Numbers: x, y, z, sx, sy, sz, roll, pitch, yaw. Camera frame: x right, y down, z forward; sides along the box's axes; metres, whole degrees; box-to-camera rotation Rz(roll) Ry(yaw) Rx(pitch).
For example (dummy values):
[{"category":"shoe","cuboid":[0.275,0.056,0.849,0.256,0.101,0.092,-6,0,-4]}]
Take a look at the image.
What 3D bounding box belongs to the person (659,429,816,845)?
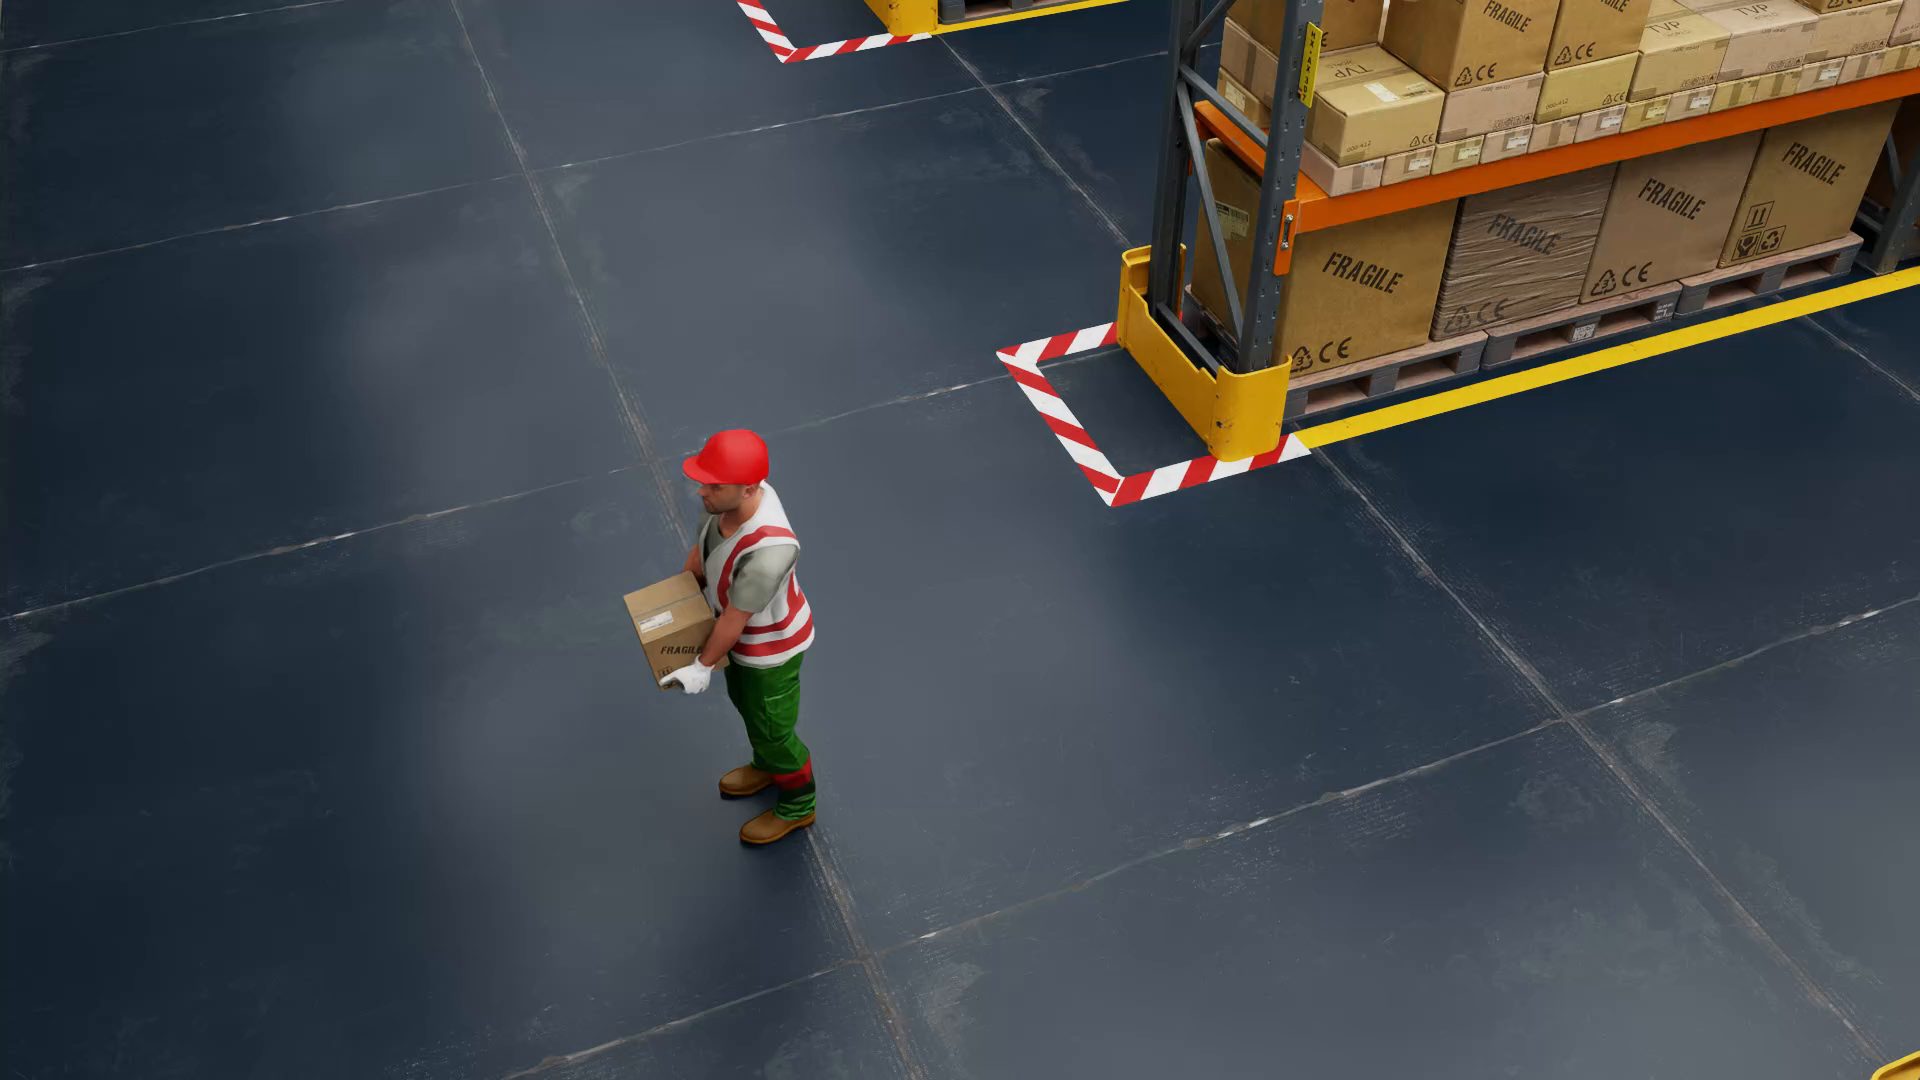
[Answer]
[{"category":"person","cuboid":[-0.790,0.361,5.731,0.566,1.785,0.495,-16,44,-17]}]
